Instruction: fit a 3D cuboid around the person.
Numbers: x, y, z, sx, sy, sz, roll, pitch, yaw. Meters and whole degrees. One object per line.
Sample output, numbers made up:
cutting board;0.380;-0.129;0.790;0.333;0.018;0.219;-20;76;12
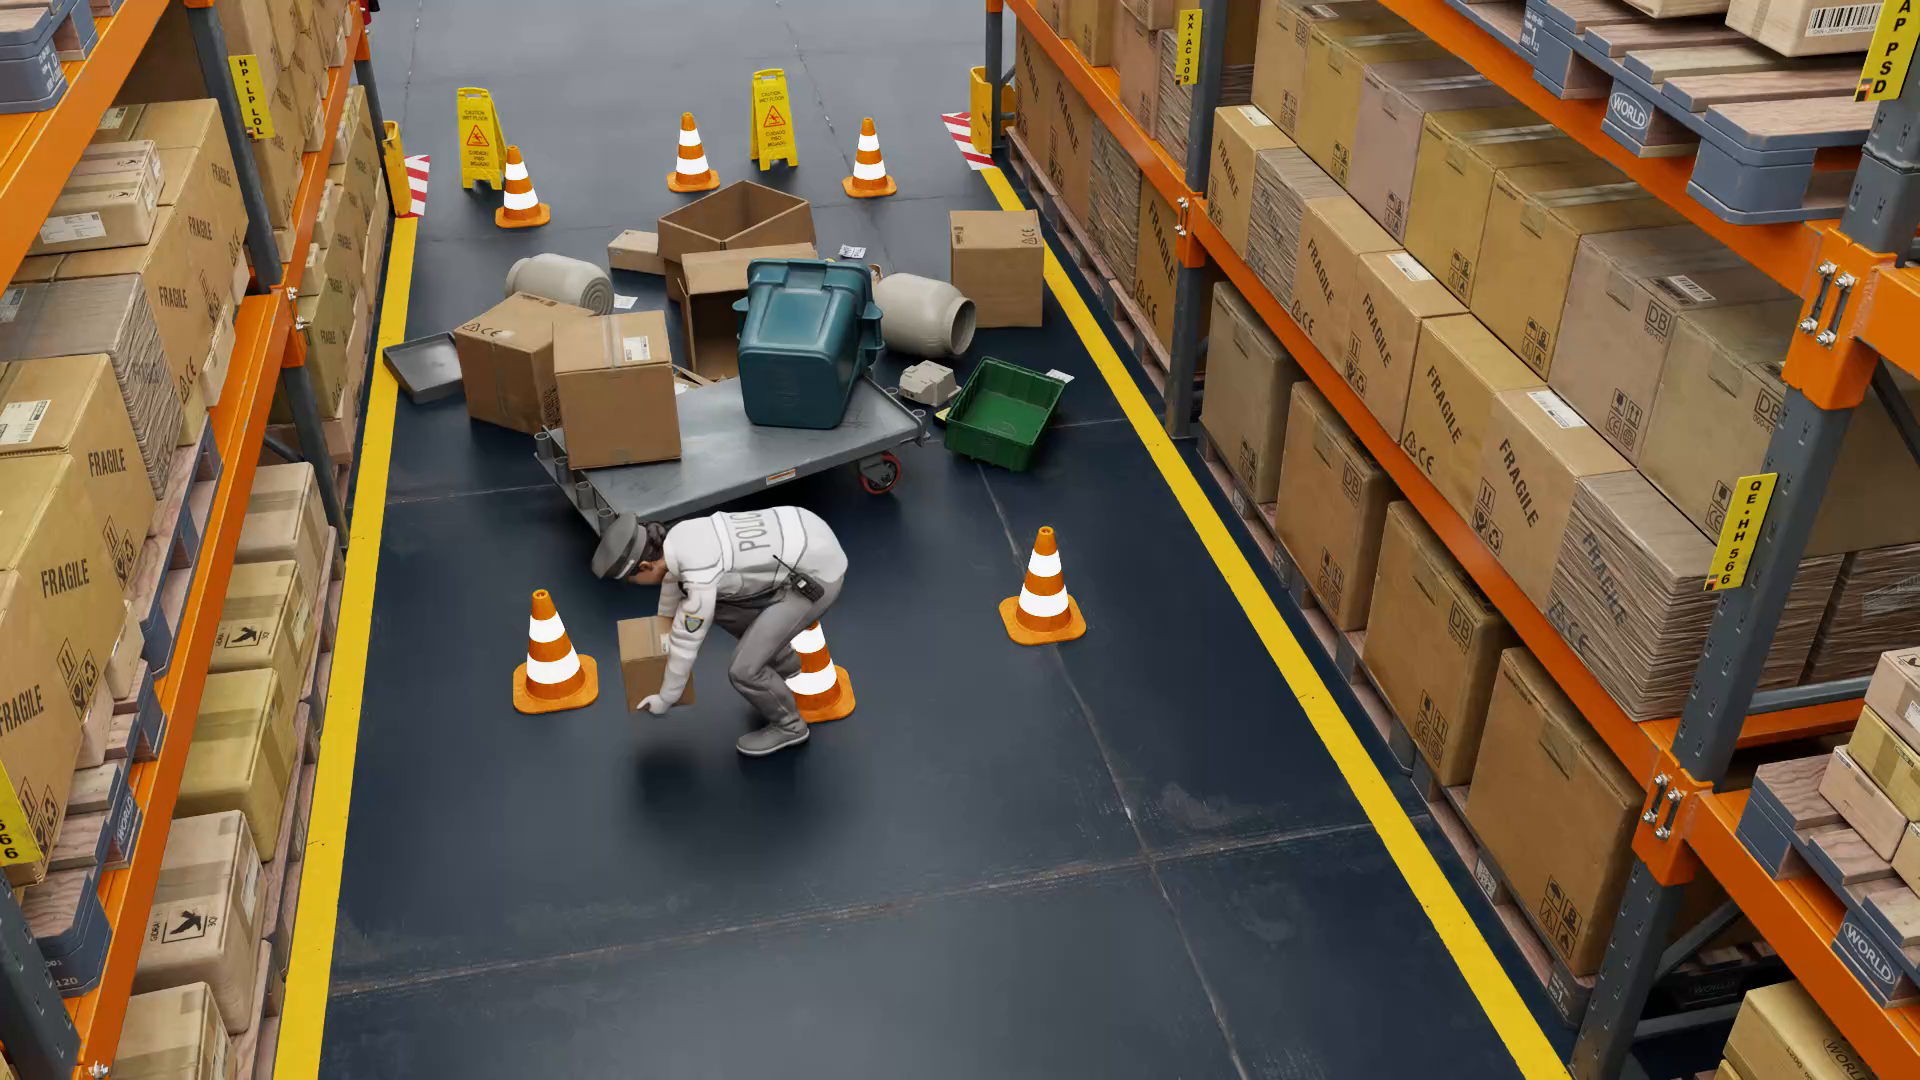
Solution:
person;-0.874;0.308;6.214;0.919;1.076;0.460;-9;36;-13
